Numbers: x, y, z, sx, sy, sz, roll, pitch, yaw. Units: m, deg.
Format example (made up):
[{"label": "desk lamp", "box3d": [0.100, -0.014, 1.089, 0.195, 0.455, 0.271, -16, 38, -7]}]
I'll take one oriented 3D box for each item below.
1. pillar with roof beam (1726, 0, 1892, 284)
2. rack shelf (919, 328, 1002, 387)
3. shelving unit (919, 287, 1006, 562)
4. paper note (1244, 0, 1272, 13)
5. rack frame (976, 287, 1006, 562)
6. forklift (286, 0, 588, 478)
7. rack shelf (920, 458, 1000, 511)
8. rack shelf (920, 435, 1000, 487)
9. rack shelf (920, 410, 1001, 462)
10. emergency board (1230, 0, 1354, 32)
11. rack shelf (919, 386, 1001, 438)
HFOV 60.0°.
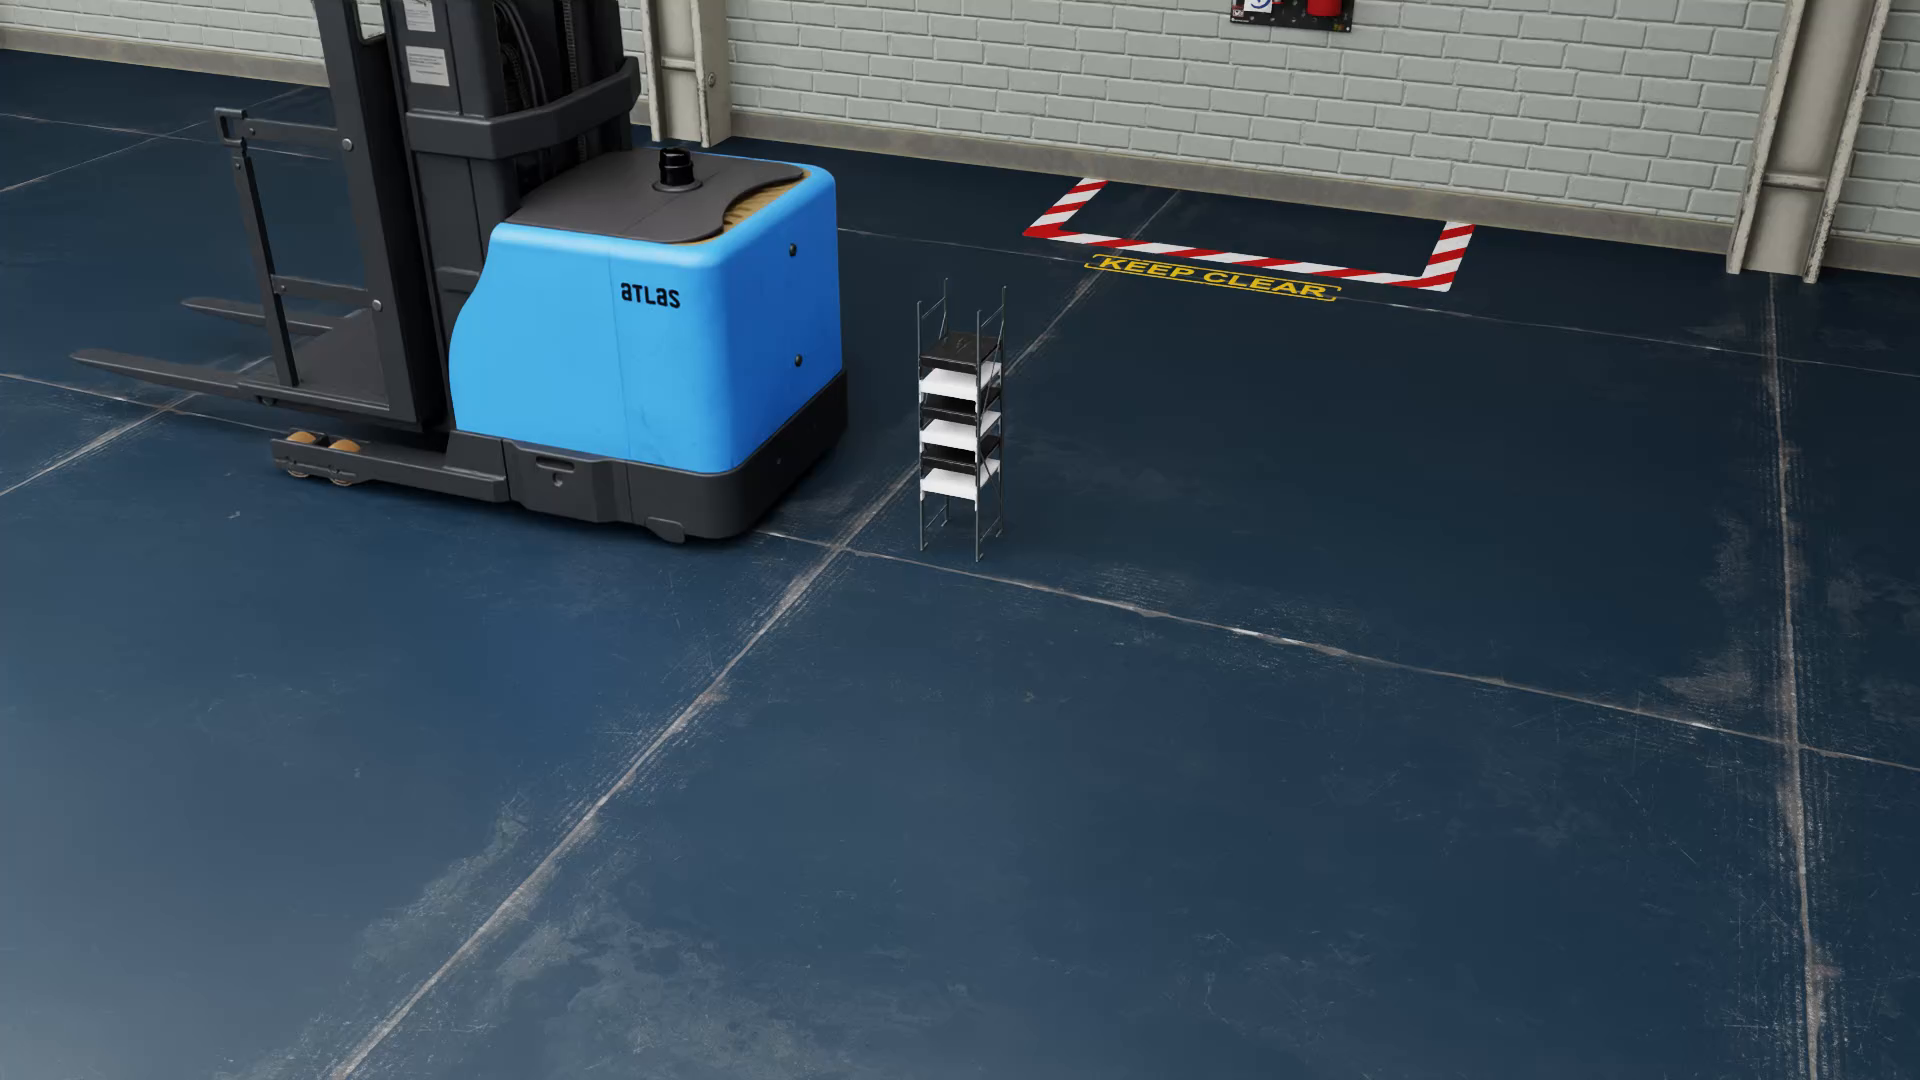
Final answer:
[{"label": "pillar with roof beam", "box3d": [2.328, -3.280, 2.408, 0.400, 9.000, 9.100, 11, 31, 19]}, {"label": "rack shelf", "box3d": [0.008, -0.596, 5.409, 0.200, 0.077, 0.258, 11, 31, 19]}, {"label": "shelving unit", "box3d": [-7.401, -3.354, 10.769, 18.469, 0.900, 6.000, 11, 31, 19]}, {"label": "paper note", "box3d": [1.533, -2.787, 8.527, 0.142, 0.148, 0.016, 11, 31, 19]}, {"label": "rack frame", "box3d": [0.102, -0.371, 5.493, 0.006, 0.900, 0.240, 11, 31, 19]}, {"label": "forklift", "box3d": [-1.999, -1.706, 5.790, 3.031, 2.935, 1.121, 10, 31, 18]}, {"label": "rack shelf", "box3d": [-7.404, -3.082, 10.924, 18.464, 0.275, 6.000, 11, 31, 19]}, {"label": "rack shelf", "box3d": [0.008, -0.283, 5.587, 0.200, 0.077, 0.258, 11, 31, 19]}, {"label": "rack shelf", "box3d": [0.008, -0.361, 5.542, 0.200, 0.077, 0.258, 11, 31, 19]}, {"label": "emergency board", "box3d": [1.671, -3.106, 8.197, 0.643, 1.169, 0.194, 11, 31, 19]}, {"label": "rack shelf", "box3d": [0.008, -0.440, 5.498, 0.200, 0.077, 0.258, 11, 31, 19]}]
